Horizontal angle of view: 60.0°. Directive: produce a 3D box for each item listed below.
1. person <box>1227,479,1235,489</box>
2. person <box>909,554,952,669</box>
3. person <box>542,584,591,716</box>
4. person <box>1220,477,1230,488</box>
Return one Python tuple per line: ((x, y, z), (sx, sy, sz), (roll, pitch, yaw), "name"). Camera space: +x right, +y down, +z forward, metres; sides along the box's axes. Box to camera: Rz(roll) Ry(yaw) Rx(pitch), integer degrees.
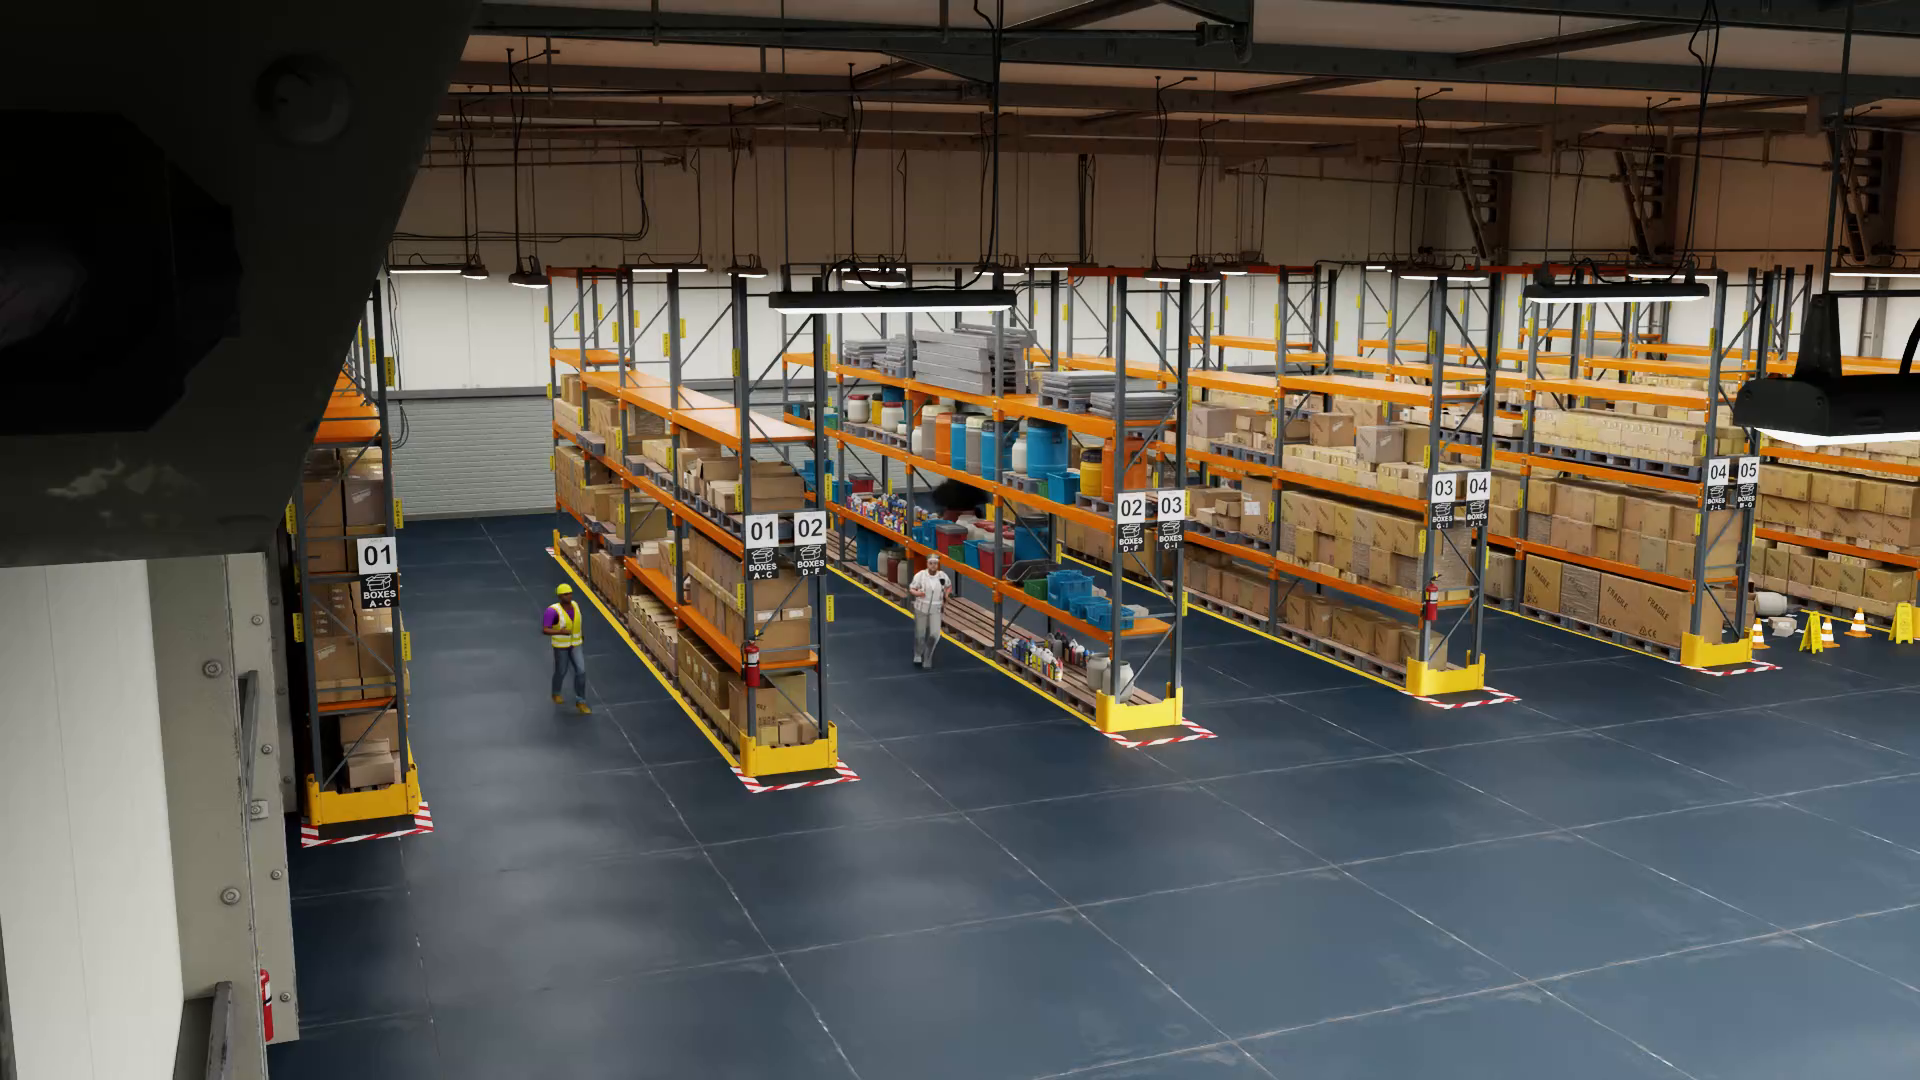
((6.948, -1.953, 43.069), (0.632, 1.660, 0.555), (-8, 13, -39), "person")
((-0.442, 1.097, 25.363), (0.662, 1.811, 0.712), (-1, 10, -4), "person")
((-5.463, 1.490, 22.971), (0.667, 1.816, 0.806), (-7, 12, -37), "person")
((6.625, -1.720, 41.570), (0.515, 1.724, 0.684), (9, 14, 43), "person")
